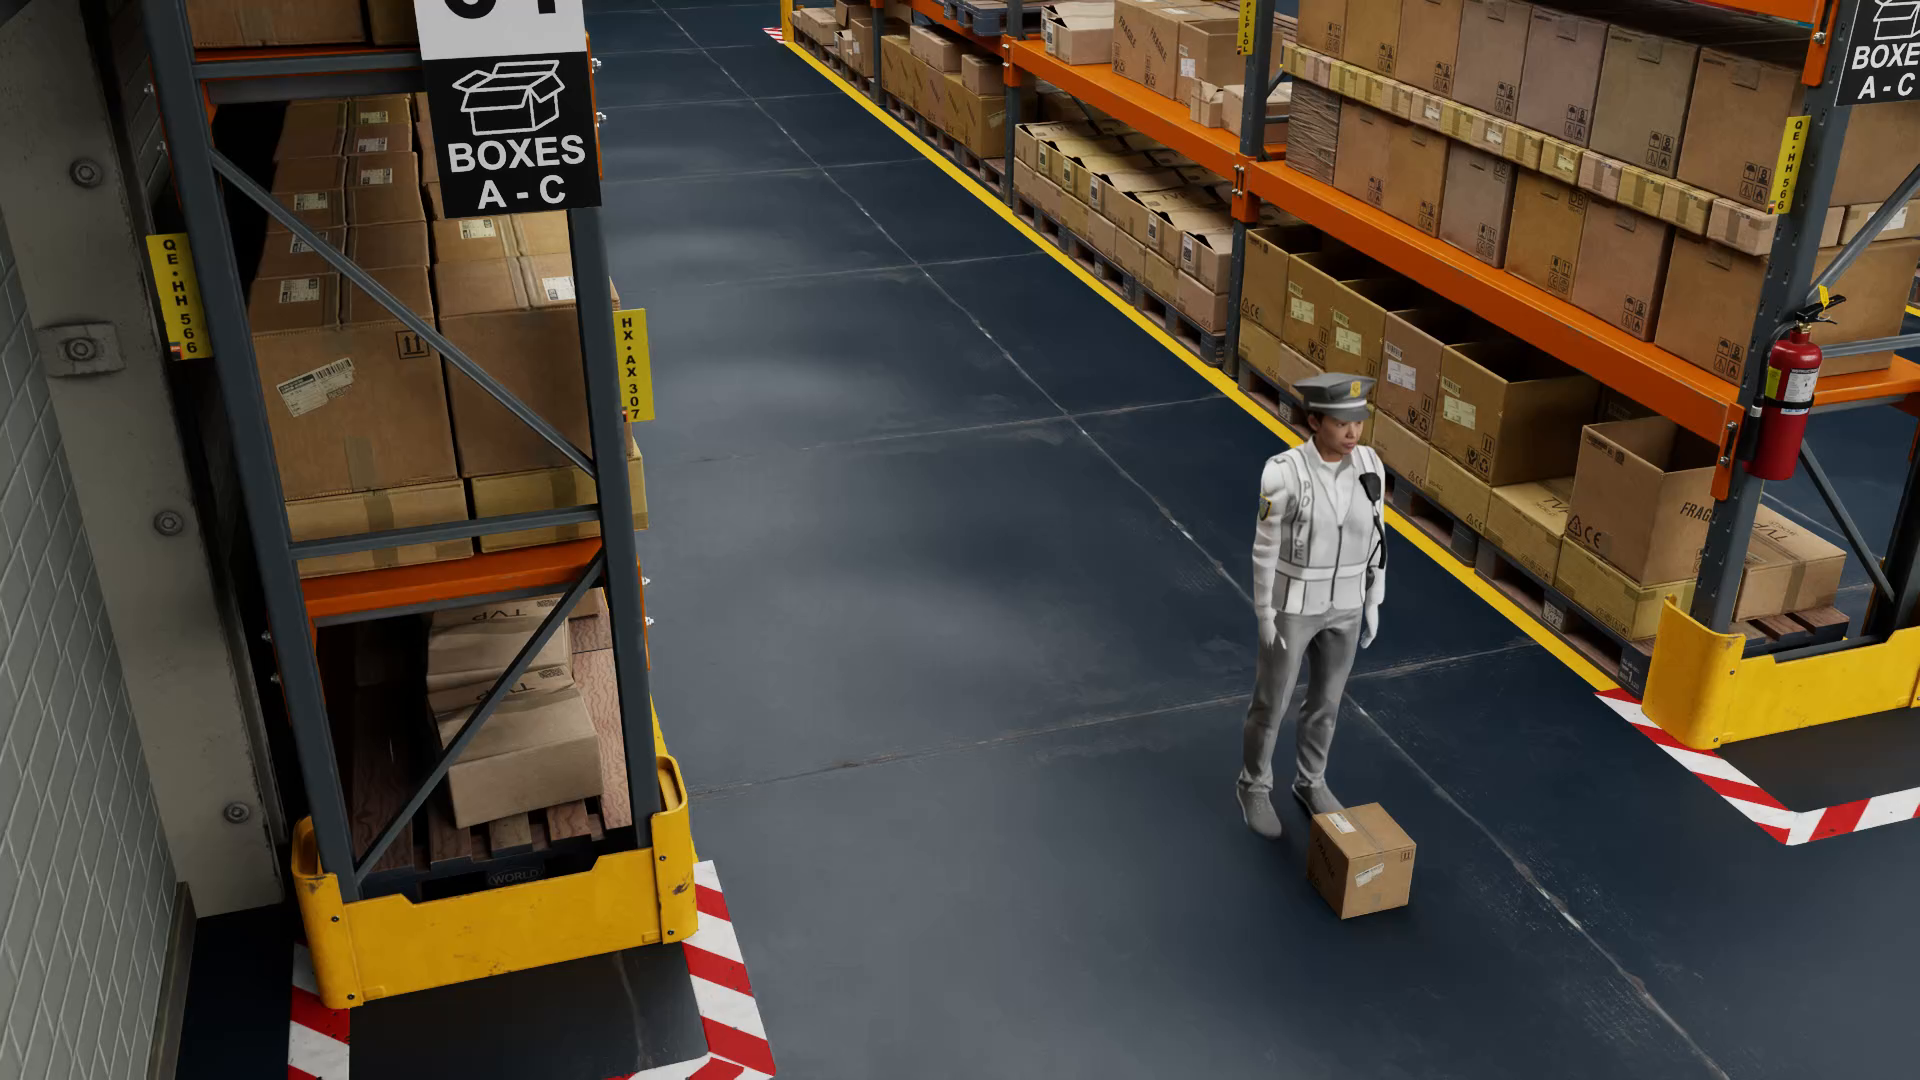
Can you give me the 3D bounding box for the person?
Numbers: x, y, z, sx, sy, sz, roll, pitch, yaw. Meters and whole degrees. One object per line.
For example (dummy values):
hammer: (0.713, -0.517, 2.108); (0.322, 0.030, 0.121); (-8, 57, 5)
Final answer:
person: (1.211, 0.233, 5.640); (0.475, 1.707, 0.344); (-8, 27, -15)
